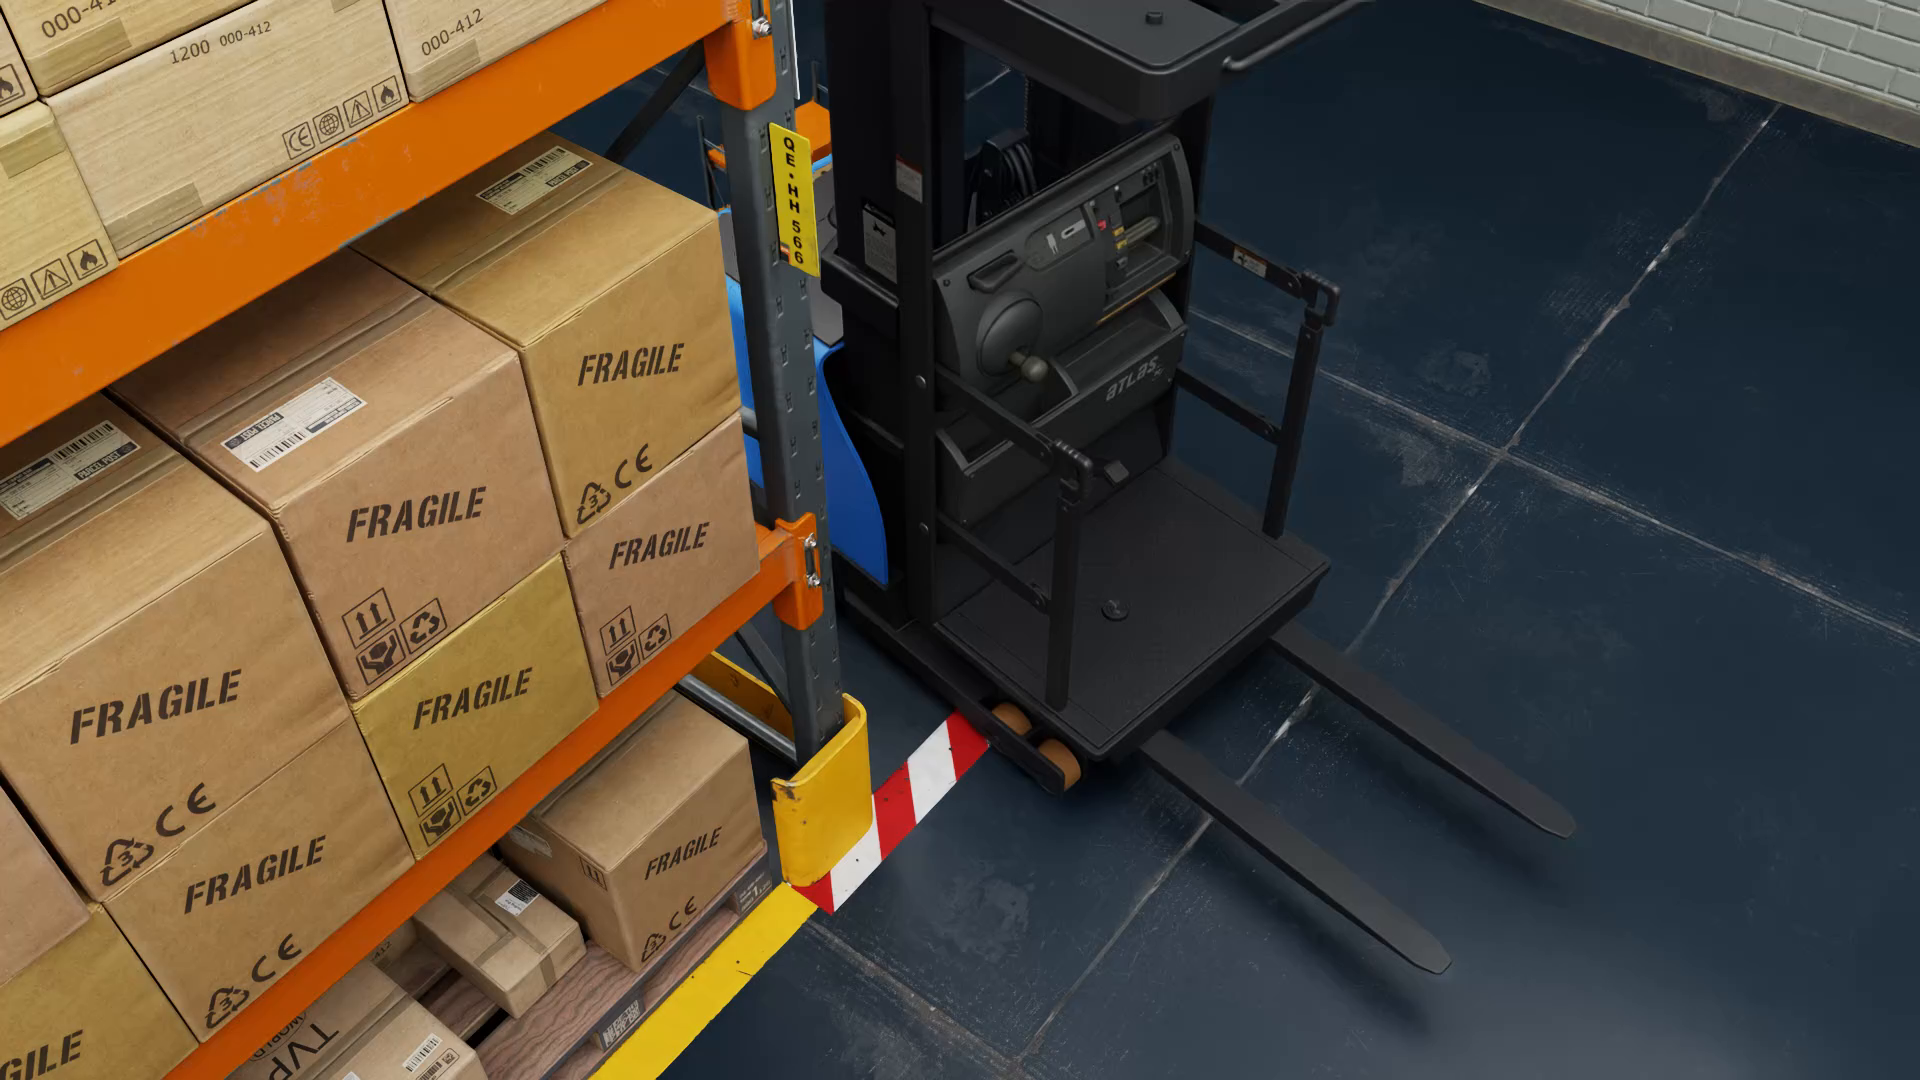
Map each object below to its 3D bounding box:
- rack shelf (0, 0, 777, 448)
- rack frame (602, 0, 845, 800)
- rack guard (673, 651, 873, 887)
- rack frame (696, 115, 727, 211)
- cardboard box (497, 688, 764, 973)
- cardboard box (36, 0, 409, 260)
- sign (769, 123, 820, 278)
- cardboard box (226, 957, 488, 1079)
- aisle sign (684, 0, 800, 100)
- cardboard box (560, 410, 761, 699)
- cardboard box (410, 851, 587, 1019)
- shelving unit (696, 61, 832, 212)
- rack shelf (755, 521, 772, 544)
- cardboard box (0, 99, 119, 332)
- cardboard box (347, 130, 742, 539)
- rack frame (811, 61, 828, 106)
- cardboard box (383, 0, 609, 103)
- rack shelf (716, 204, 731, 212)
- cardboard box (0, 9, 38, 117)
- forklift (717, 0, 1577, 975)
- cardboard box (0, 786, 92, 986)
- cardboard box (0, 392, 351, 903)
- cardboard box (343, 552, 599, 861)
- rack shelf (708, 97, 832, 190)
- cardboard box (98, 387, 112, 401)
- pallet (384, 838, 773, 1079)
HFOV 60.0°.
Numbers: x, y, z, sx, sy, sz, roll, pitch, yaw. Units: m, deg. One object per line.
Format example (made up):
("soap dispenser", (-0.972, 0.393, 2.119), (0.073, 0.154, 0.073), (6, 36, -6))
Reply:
("rack shelf", (-1.976, -0.060, 2.156), (1.077, 0.370, 4.000), (29, 53, 25))
("rack frame", (-0.754, -0.417, 4.074), (1.000, 3.000, 0.127), (29, 53, 25))
("rack guard", (-0.800, 0.490, 4.936), (1.175, 0.500, 0.348), (29, 53, 25))
("rack frame", (-0.768, -0.901, 5.780), (0.015, 1.200, 0.240), (-35, 55, -29))
("cardboard box", (-0.891, 0.715, 4.417), (0.500, 0.500, 0.500), (29, 53, 25))
("cardboard box", (-1.173, -0.709, 2.382), (0.500, 0.250, 0.500), (29, 53, 25))
("sign", (-0.327, -0.669, 3.295), (0.100, 0.325, 0.005), (29, 53, 25))
("cardboard box", (-1.496, 1.331, 4.001), (0.500, 0.250, 0.500), (29, 53, 25))
("aisle sign", (-0.470, -1.218, 3.042), (0.394, 0.787, 0.004), (29, 53, 25))
("cardboard box", (-0.812, -0.075, 3.678), (0.500, 0.500, 0.500), (31, 54, 26))
("cardboard box", (-1.210, 1.022, 4.354), (0.380, 0.166, 0.250), (29, 53, 25))
("shelving unit", (-0.592, -1.023, 5.897), (0.503, 1.200, 0.258), (-35, 55, -29))
("rack shelf", (-1.976, 0.909, 3.170), (0.919, 0.124, 3.809), (29, 53, 25))
("cardboard box", (-1.469, -0.417, 2.104), (0.500, 0.250, 0.500), (29, 53, 25))
("cardboard box", (-0.808, -0.420, 3.317), (0.500, 0.500, 0.500), (29, 53, 25))
("rack frame", (-0.416, -1.146, 6.014), (0.015, 1.200, 0.240), (-35, 55, -29))
("cardboard box", (-0.859, -0.991, 2.651), (0.500, 0.250, 0.500), (29, 53, 25))
("rack shelf", (-0.592, -1.132, 5.784), (0.480, 0.148, 0.258), (-35, 55, -29))
("cardboard box", (-1.480, -0.596, 1.929), (0.500, 0.250, 0.500), (29, 53, 25))
("forklift", (0.448, -0.675, 4.368), (1.130, 2.935, 3.031), (-35, 55, -29))
("cardboard box", (-1.744, 0.462, 2.474), (0.500, 0.500, 0.500), (31, 54, 26))
("cardboard box", (-1.430, 0.168, 2.755), (0.500, 0.500, 0.500), (31, 54, 26))
("cardboard box", (-1.127, 0.224, 3.393), (0.500, 0.500, 0.500), (30, 53, 25))
("rack shelf", (-0.593, -1.295, 5.614), (0.480, 0.148, 0.258), (-35, 55, -29))
("cardboard box", (-1.547, -0.357, 3.256), (0.500, 0.500, 0.500), (30, 53, 25))
("pallet", (-1.287, 1.047, 4.604), (1.003, 0.211, 1.213), (29, 53, 25))
